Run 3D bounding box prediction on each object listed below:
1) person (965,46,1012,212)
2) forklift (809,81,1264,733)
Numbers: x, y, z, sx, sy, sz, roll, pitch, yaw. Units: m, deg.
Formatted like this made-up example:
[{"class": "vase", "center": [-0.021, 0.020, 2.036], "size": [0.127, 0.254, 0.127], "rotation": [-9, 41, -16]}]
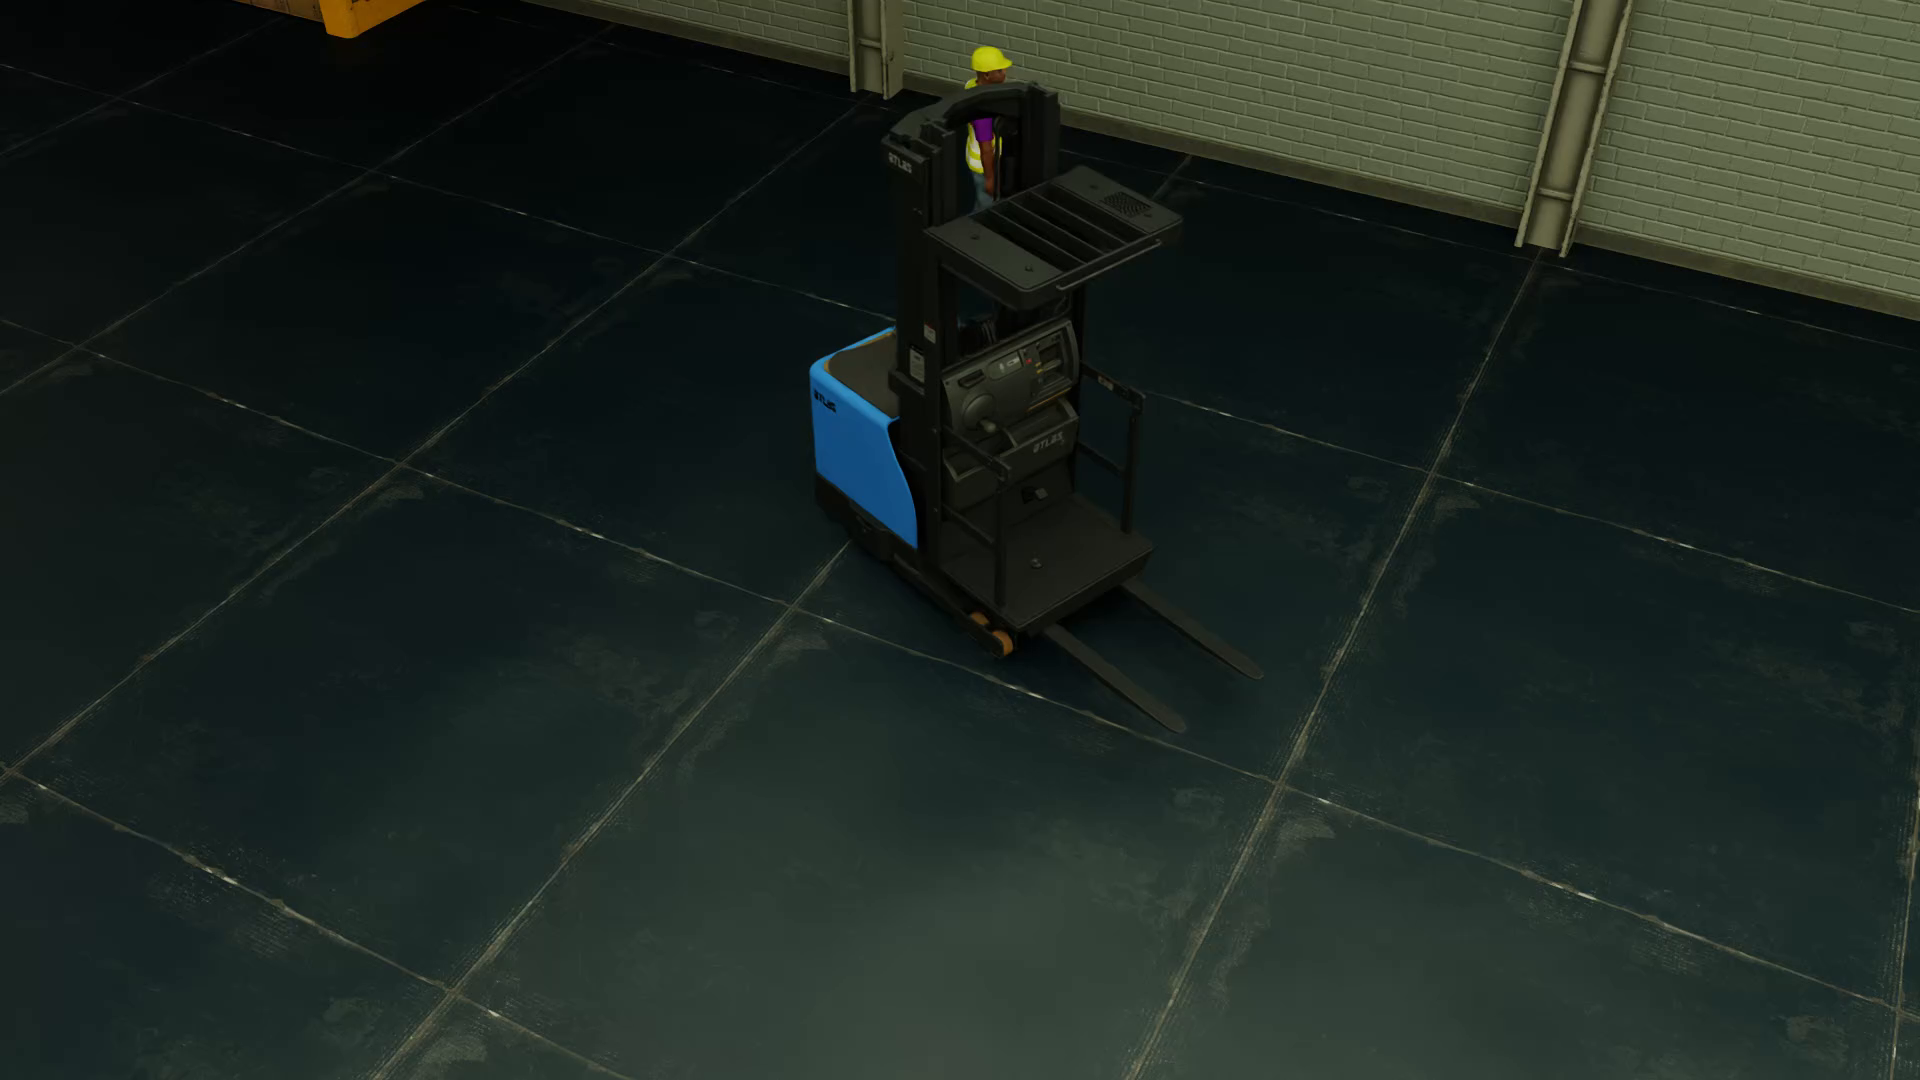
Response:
[{"class": "person", "center": [0.223, -2.759, 12.166], "size": [0.373, 1.771, 0.581], "rotation": [-4, 40, -4]}, {"class": "forklift", "center": [0.424, -0.820, 8.960], "size": [1.130, 2.935, 3.031], "rotation": [-29, 48, -30]}]
